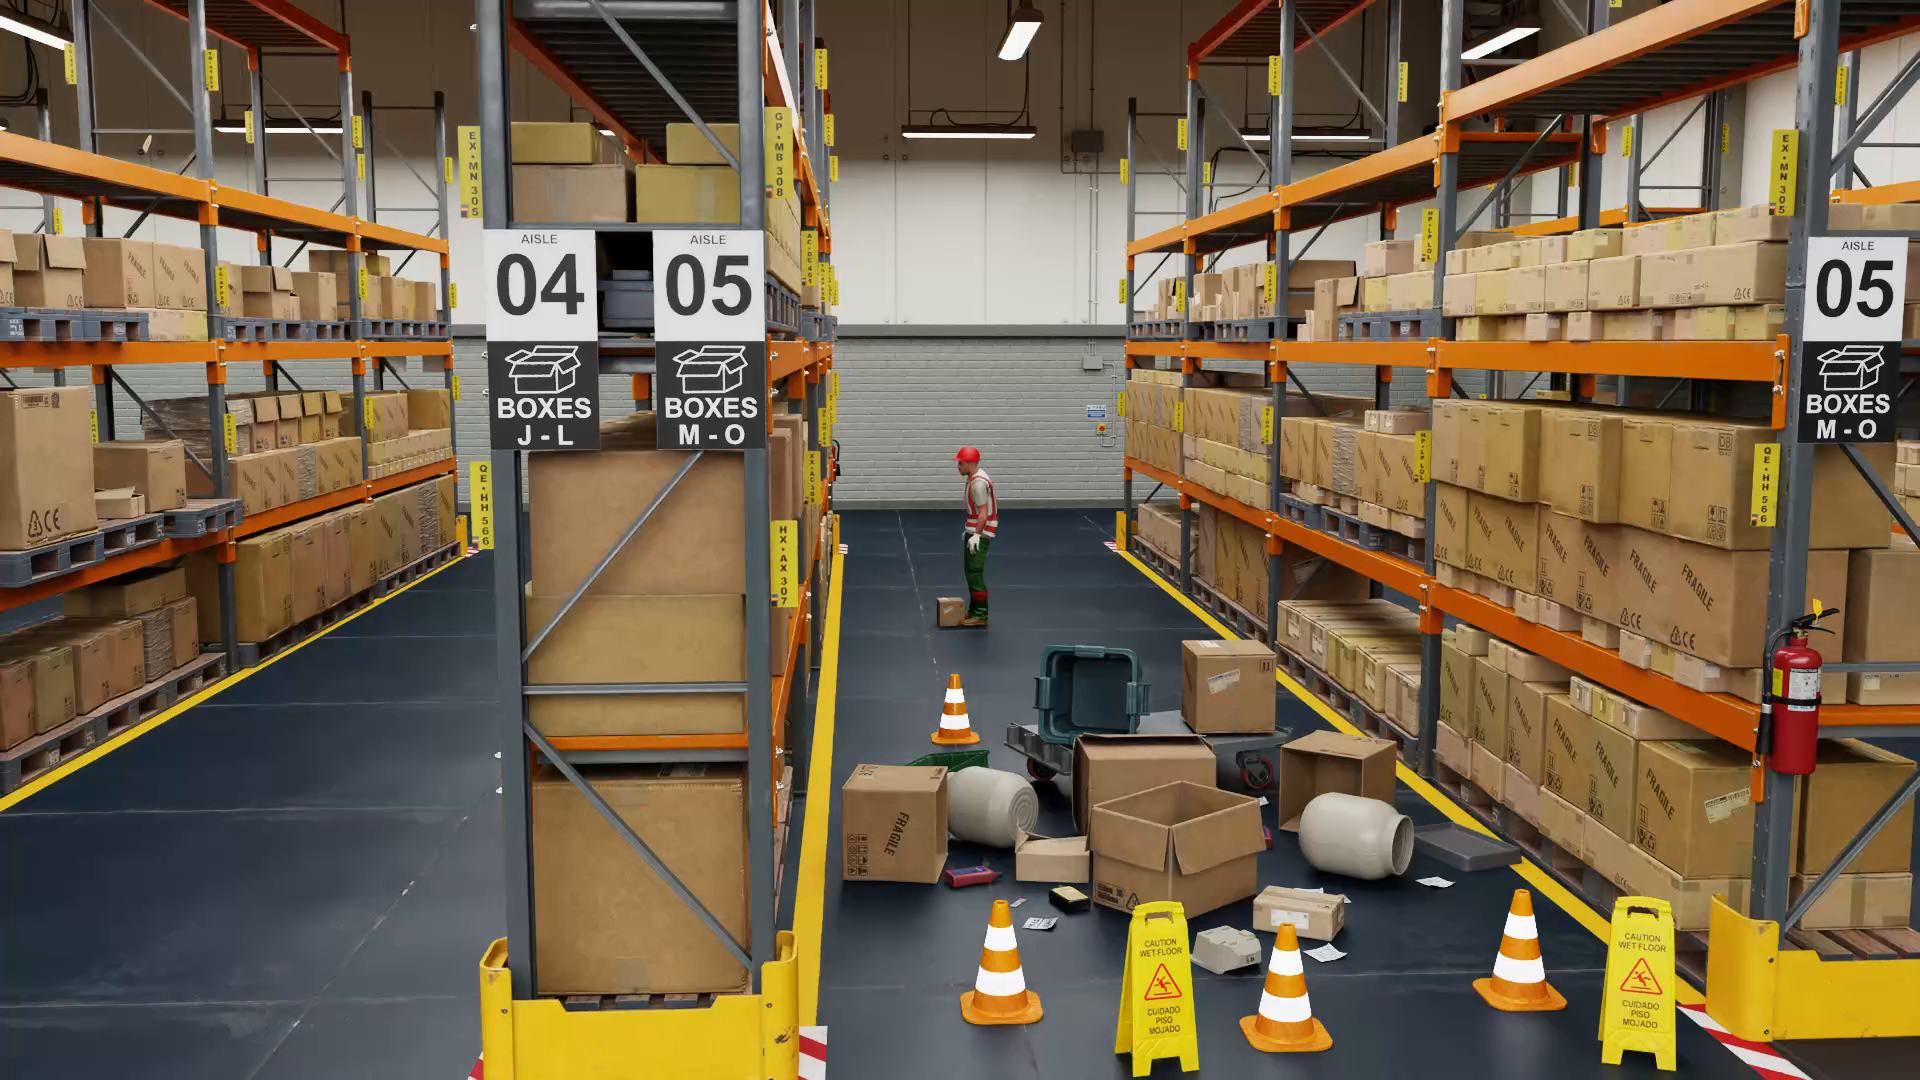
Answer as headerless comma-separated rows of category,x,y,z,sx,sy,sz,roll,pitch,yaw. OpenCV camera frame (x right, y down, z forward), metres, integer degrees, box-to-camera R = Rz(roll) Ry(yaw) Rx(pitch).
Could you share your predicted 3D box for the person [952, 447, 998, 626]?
person,0.138,-0.043,16.539,0.449,1.778,0.610,-1,7,-6
